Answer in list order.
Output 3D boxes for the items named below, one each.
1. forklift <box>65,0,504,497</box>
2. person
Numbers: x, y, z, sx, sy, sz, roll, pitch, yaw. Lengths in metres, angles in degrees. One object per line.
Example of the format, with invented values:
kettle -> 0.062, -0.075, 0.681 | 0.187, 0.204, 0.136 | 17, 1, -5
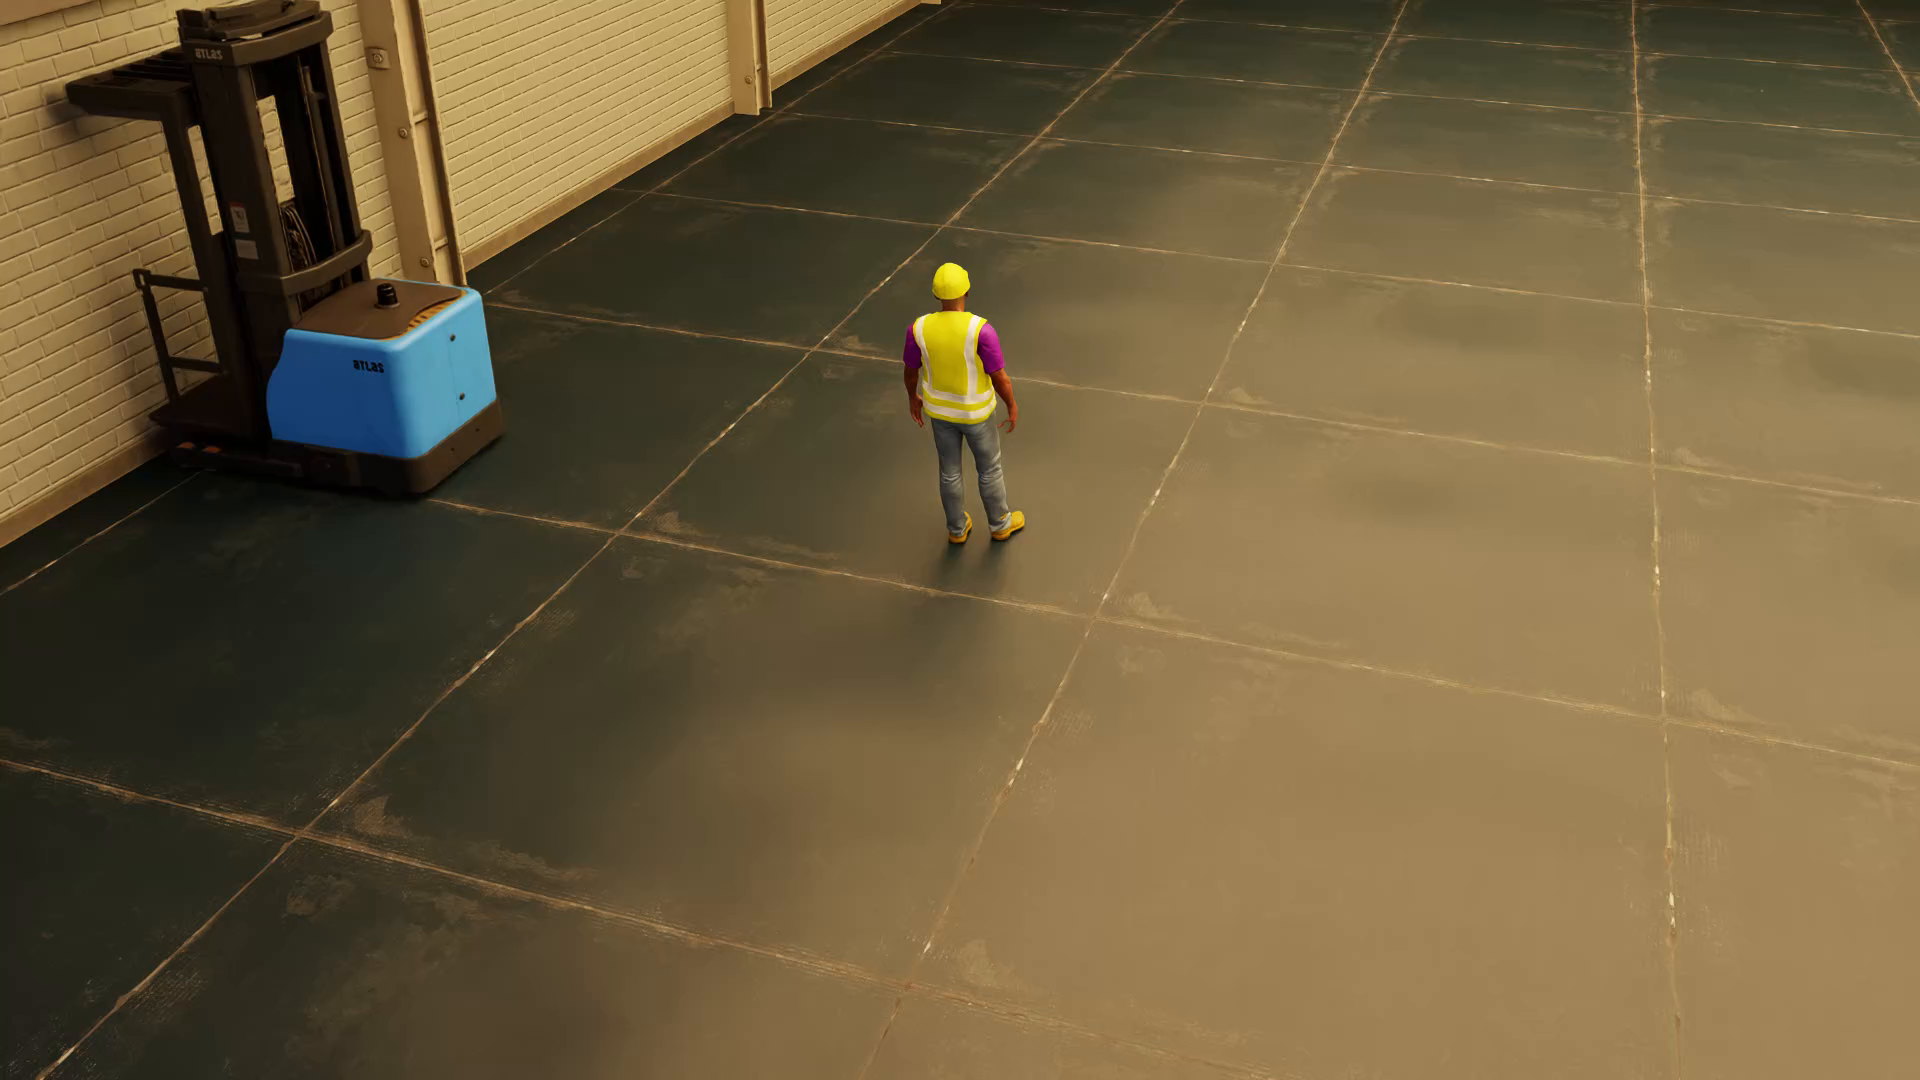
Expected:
forklift -> -4.664, -1.958, 10.572 | 3.031, 2.935, 1.130 | 9, 31, 15
person -> 0.028, -0.806, 9.711 | 0.665, 1.768, 0.575 | 10, 31, 16
